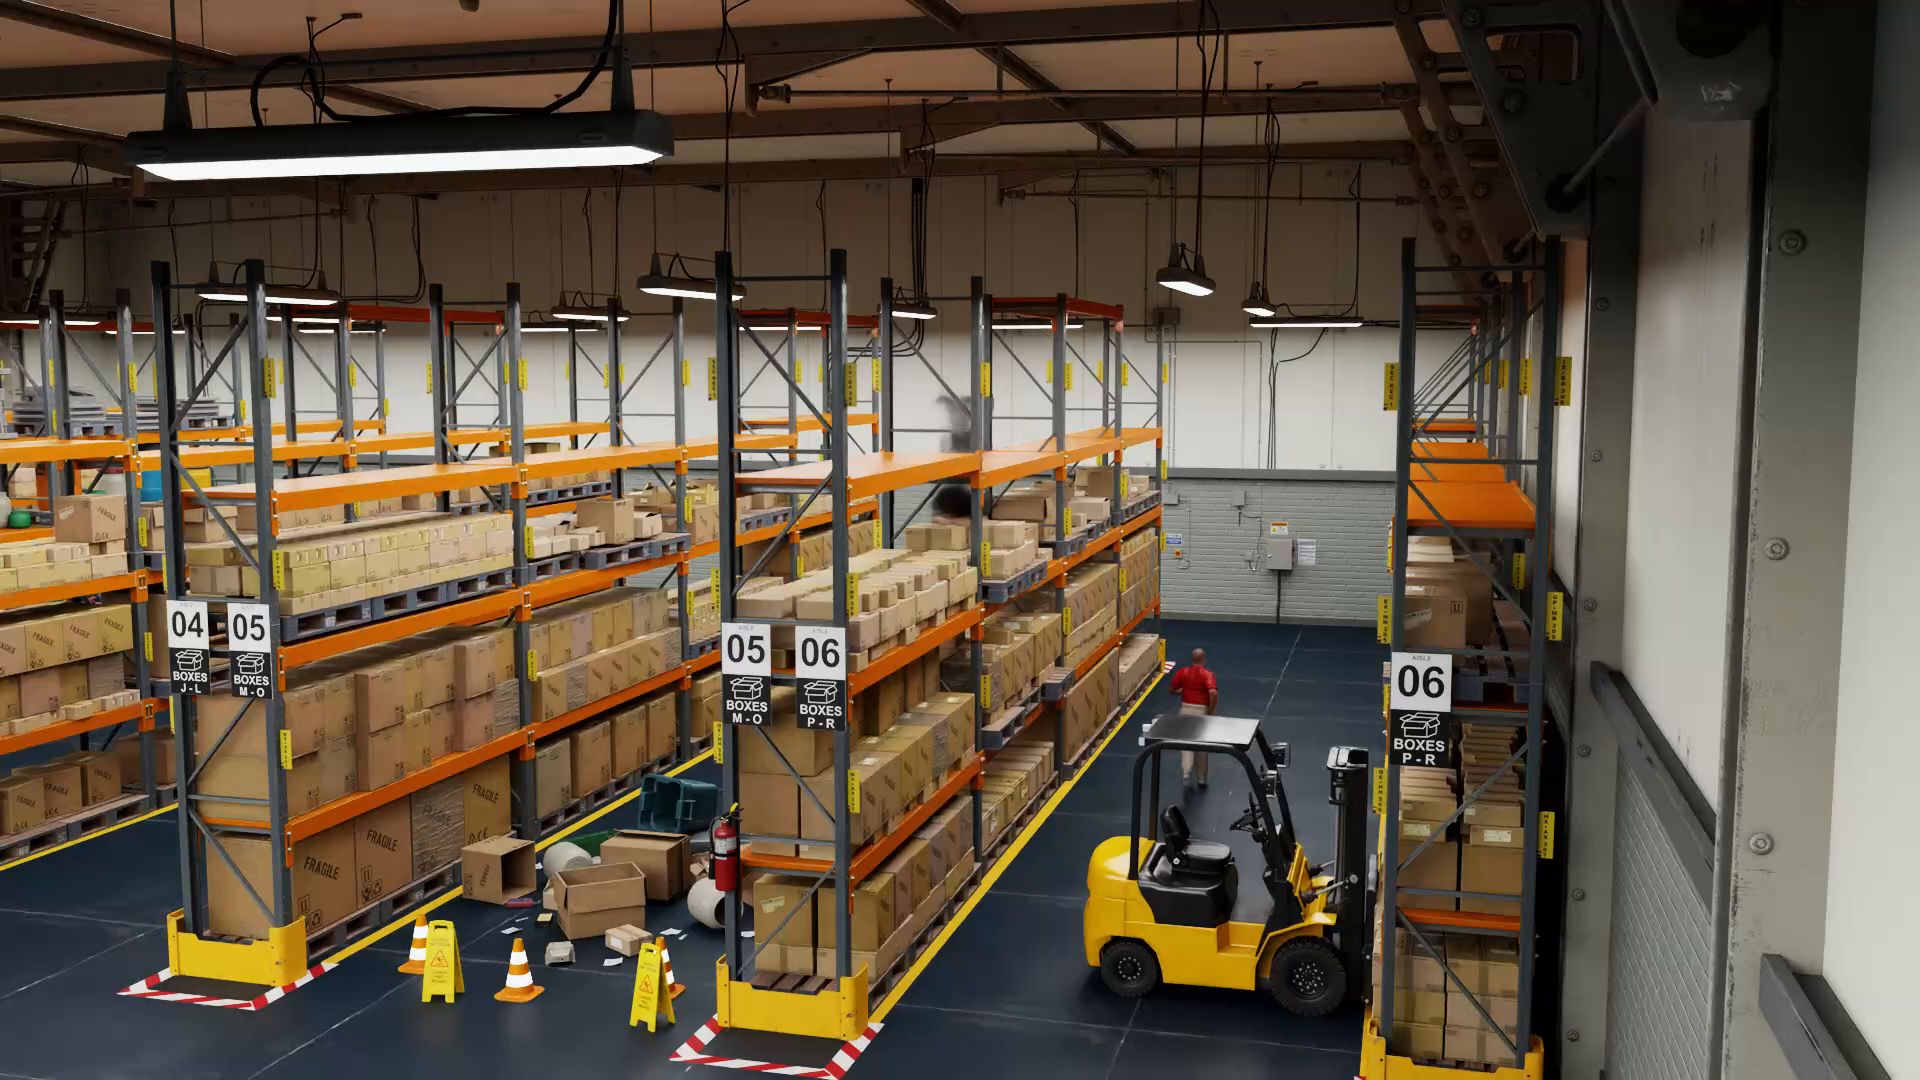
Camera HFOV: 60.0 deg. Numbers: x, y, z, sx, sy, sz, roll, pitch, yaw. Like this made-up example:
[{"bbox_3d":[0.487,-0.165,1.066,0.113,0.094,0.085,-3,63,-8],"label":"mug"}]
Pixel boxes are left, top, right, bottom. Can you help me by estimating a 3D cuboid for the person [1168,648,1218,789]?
[{"bbox_3d":[2.834,2.185,20.149,0.646,1.752,0.914,2,6,20],"label":"person"}]
